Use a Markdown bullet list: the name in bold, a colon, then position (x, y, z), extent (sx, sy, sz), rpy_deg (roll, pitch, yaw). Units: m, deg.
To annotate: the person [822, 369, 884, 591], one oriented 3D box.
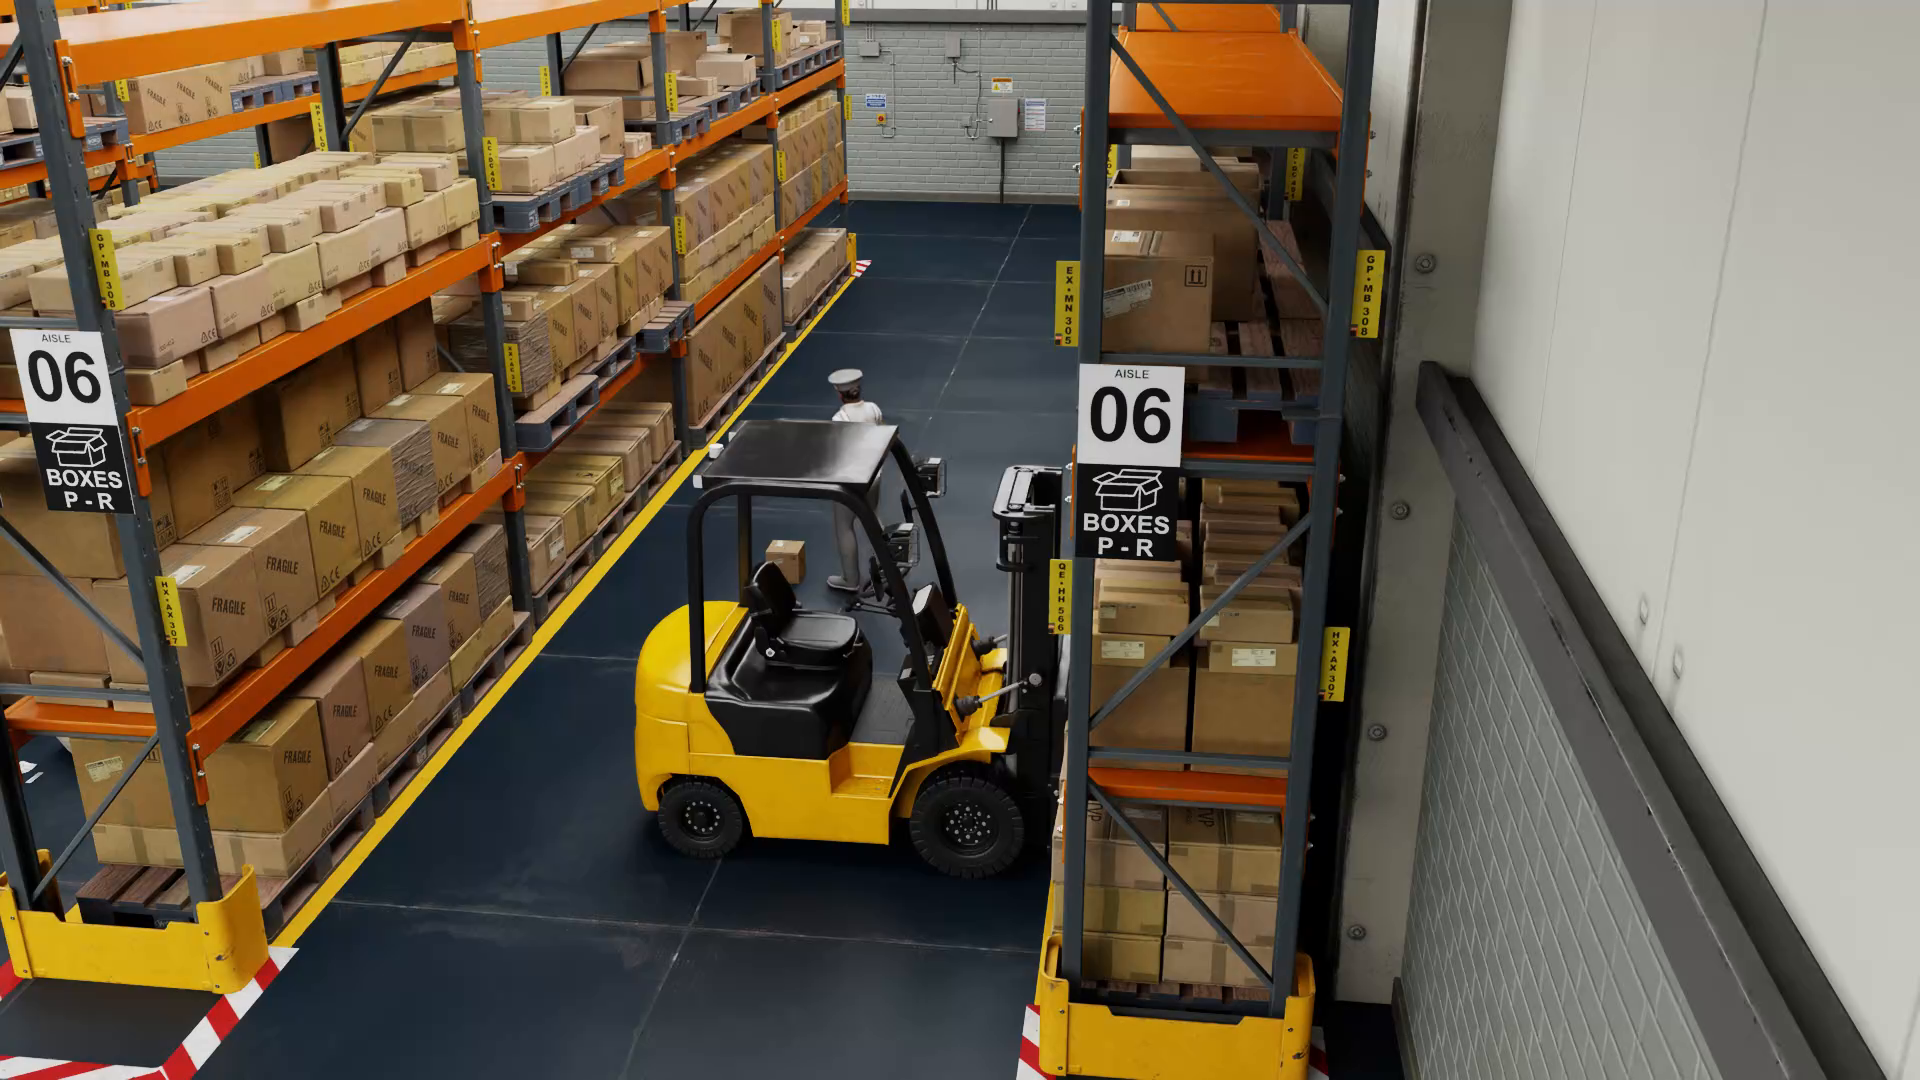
- **person**: position (-0.758, -0.423, 12.153), extent (0.520, 1.686, 0.384), rpy_deg (-17, 27, -37)
